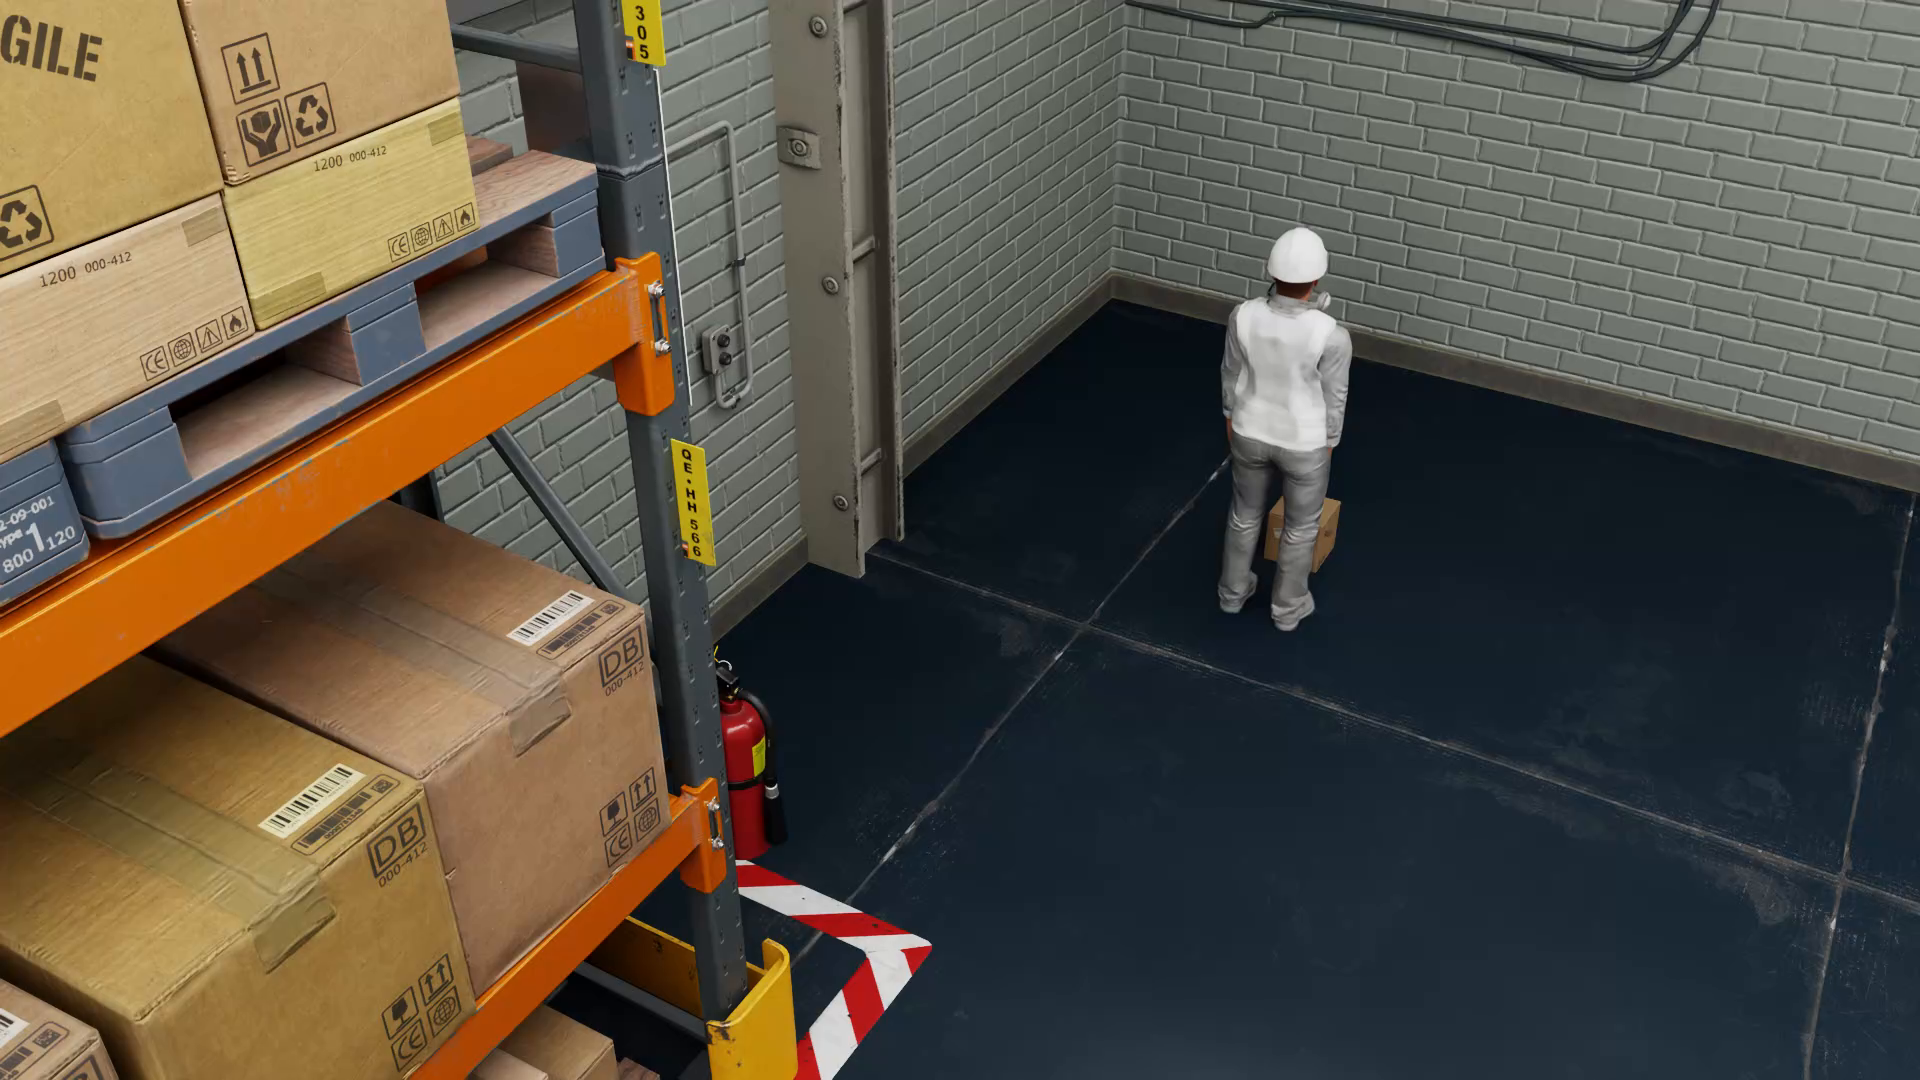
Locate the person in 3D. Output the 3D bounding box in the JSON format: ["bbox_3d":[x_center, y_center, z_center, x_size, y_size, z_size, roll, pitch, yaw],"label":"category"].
[{"bbox_3d":[1.305,-0.447,6.789,0.531,1.770,0.359,19,38,25],"label":"person"}]
